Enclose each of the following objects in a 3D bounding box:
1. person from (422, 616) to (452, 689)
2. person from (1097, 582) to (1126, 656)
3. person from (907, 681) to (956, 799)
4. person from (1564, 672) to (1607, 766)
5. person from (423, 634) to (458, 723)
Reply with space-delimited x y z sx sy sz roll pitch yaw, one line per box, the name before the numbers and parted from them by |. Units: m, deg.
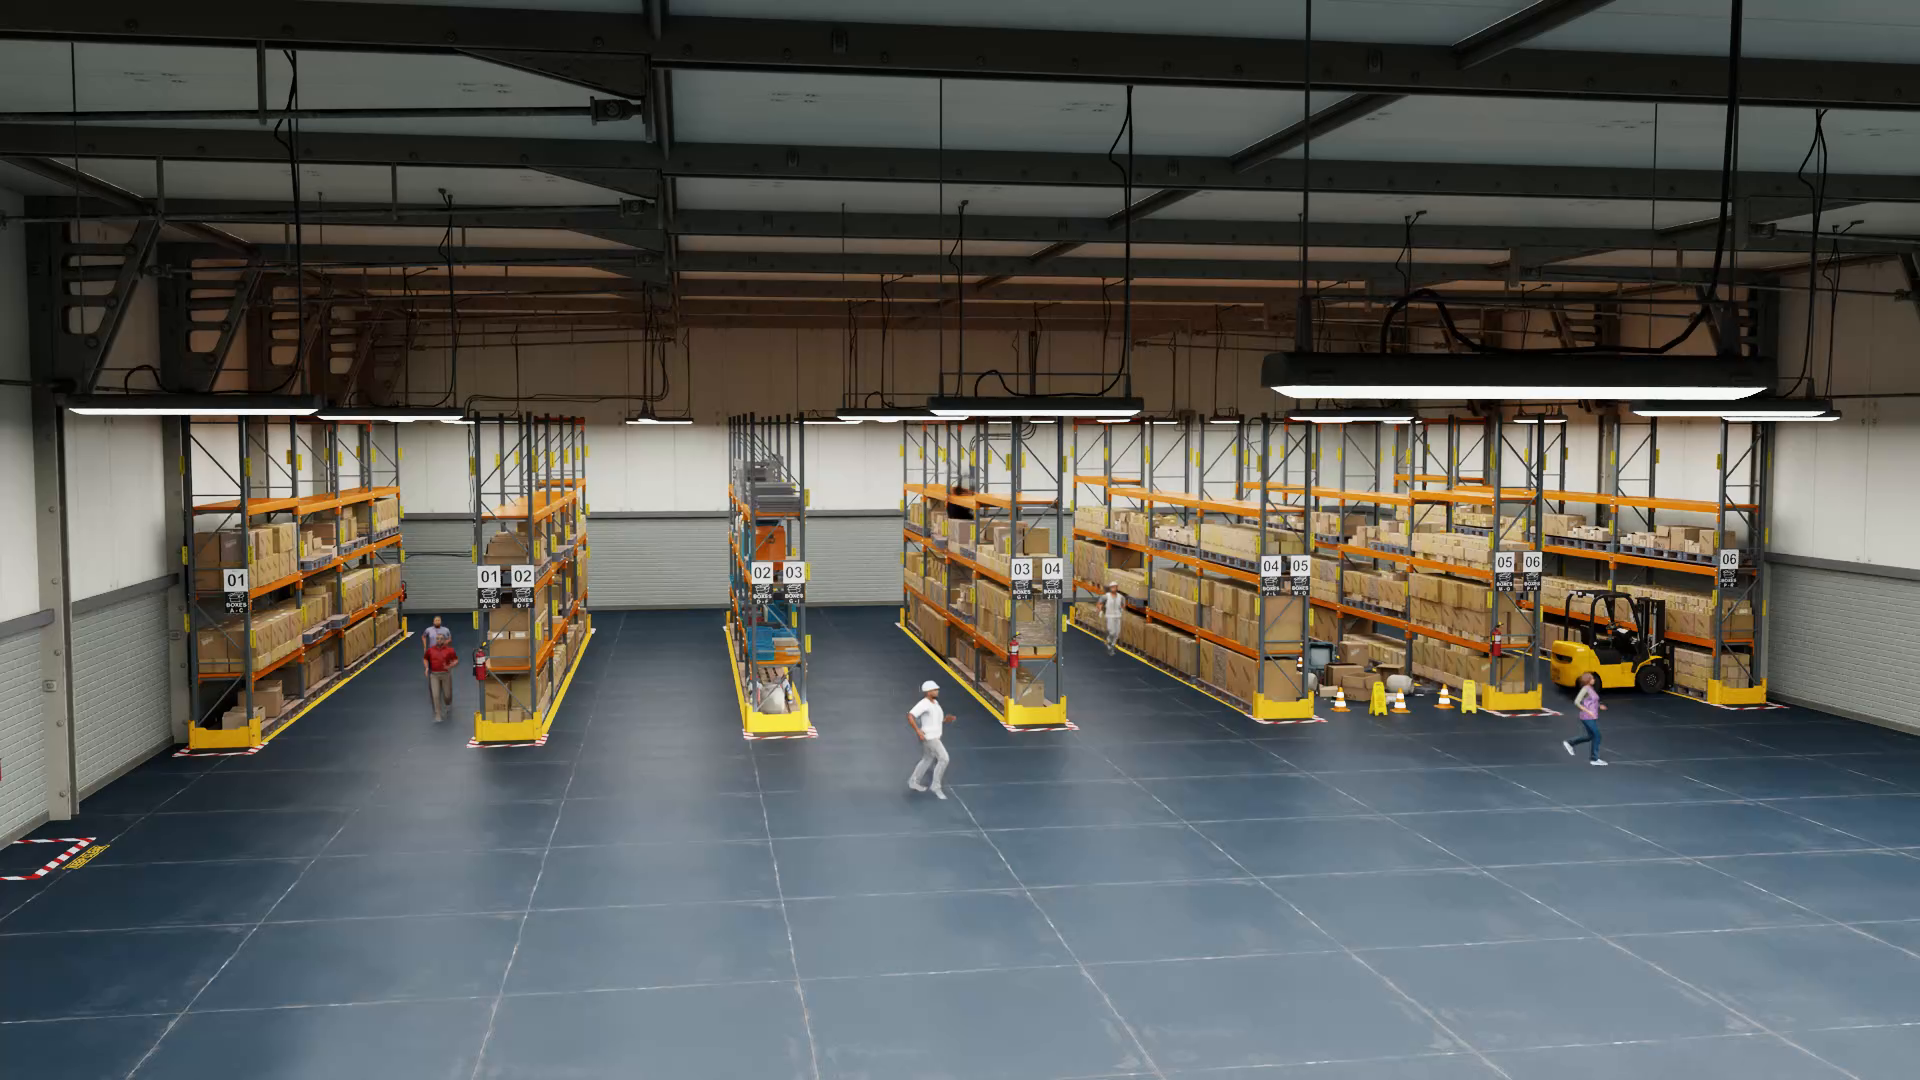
person | -11.221 2.481 35.714 0.580 1.696 0.754 -2 4 -23
person | 3.642 1.875 39.337 0.650 1.778 0.628 -1 4 -13
person | -0.444 3.093 25.748 0.756 1.827 0.671 1 4 10
person | 10.618 3.021 28.213 0.743 1.561 0.546 3 5 34
person | -10.131 2.672 32.426 0.675 1.687 0.793 -1 4 -12
